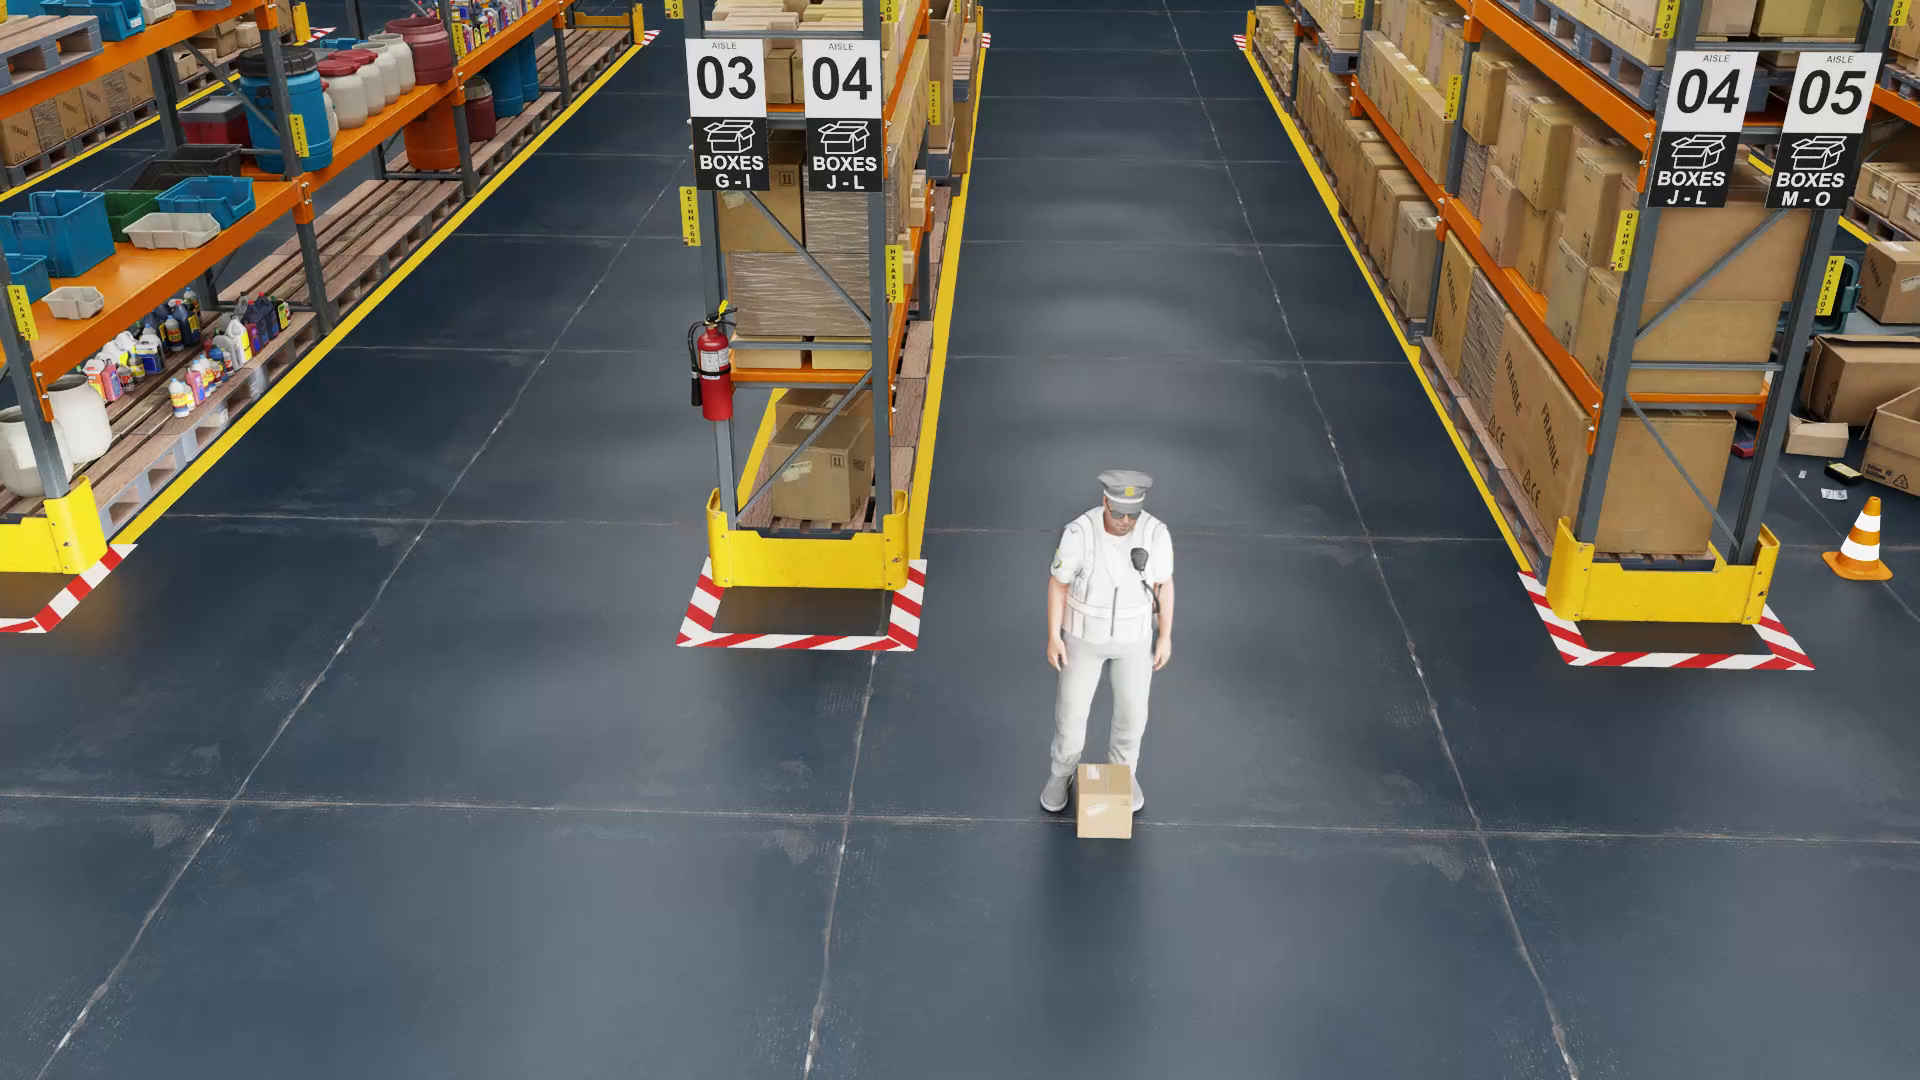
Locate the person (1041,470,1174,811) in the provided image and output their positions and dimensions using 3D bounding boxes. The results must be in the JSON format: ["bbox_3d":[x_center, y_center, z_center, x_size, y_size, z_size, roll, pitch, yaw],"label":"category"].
[{"bbox_3d":[0.690,0.443,7.773,0.606,1.747,0.436,-1,28,-1],"label":"person"}]
